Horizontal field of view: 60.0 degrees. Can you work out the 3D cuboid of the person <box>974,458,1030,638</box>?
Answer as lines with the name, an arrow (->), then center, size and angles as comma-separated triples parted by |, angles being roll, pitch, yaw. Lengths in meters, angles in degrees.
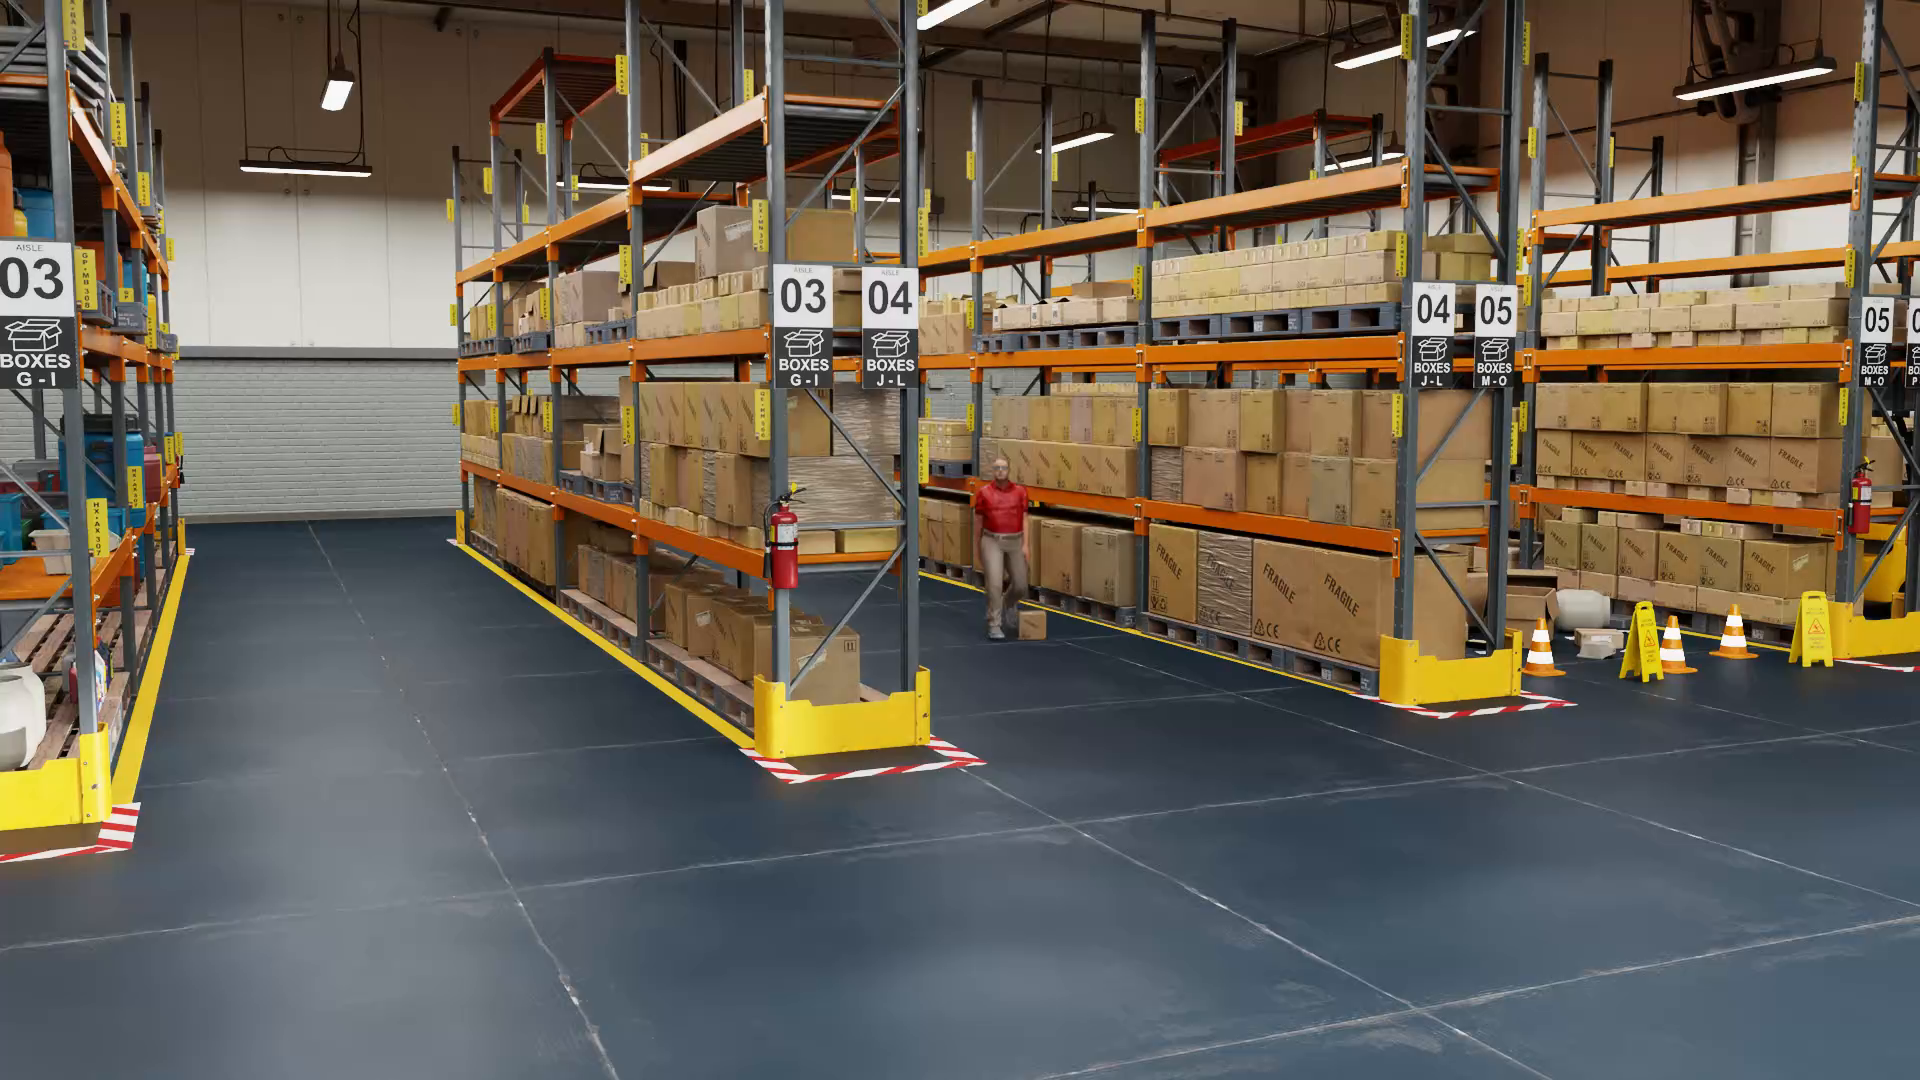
person -> 0.400, 0.060, 15.997 | 0.522, 1.707, 0.704 | -1, 5, -9
